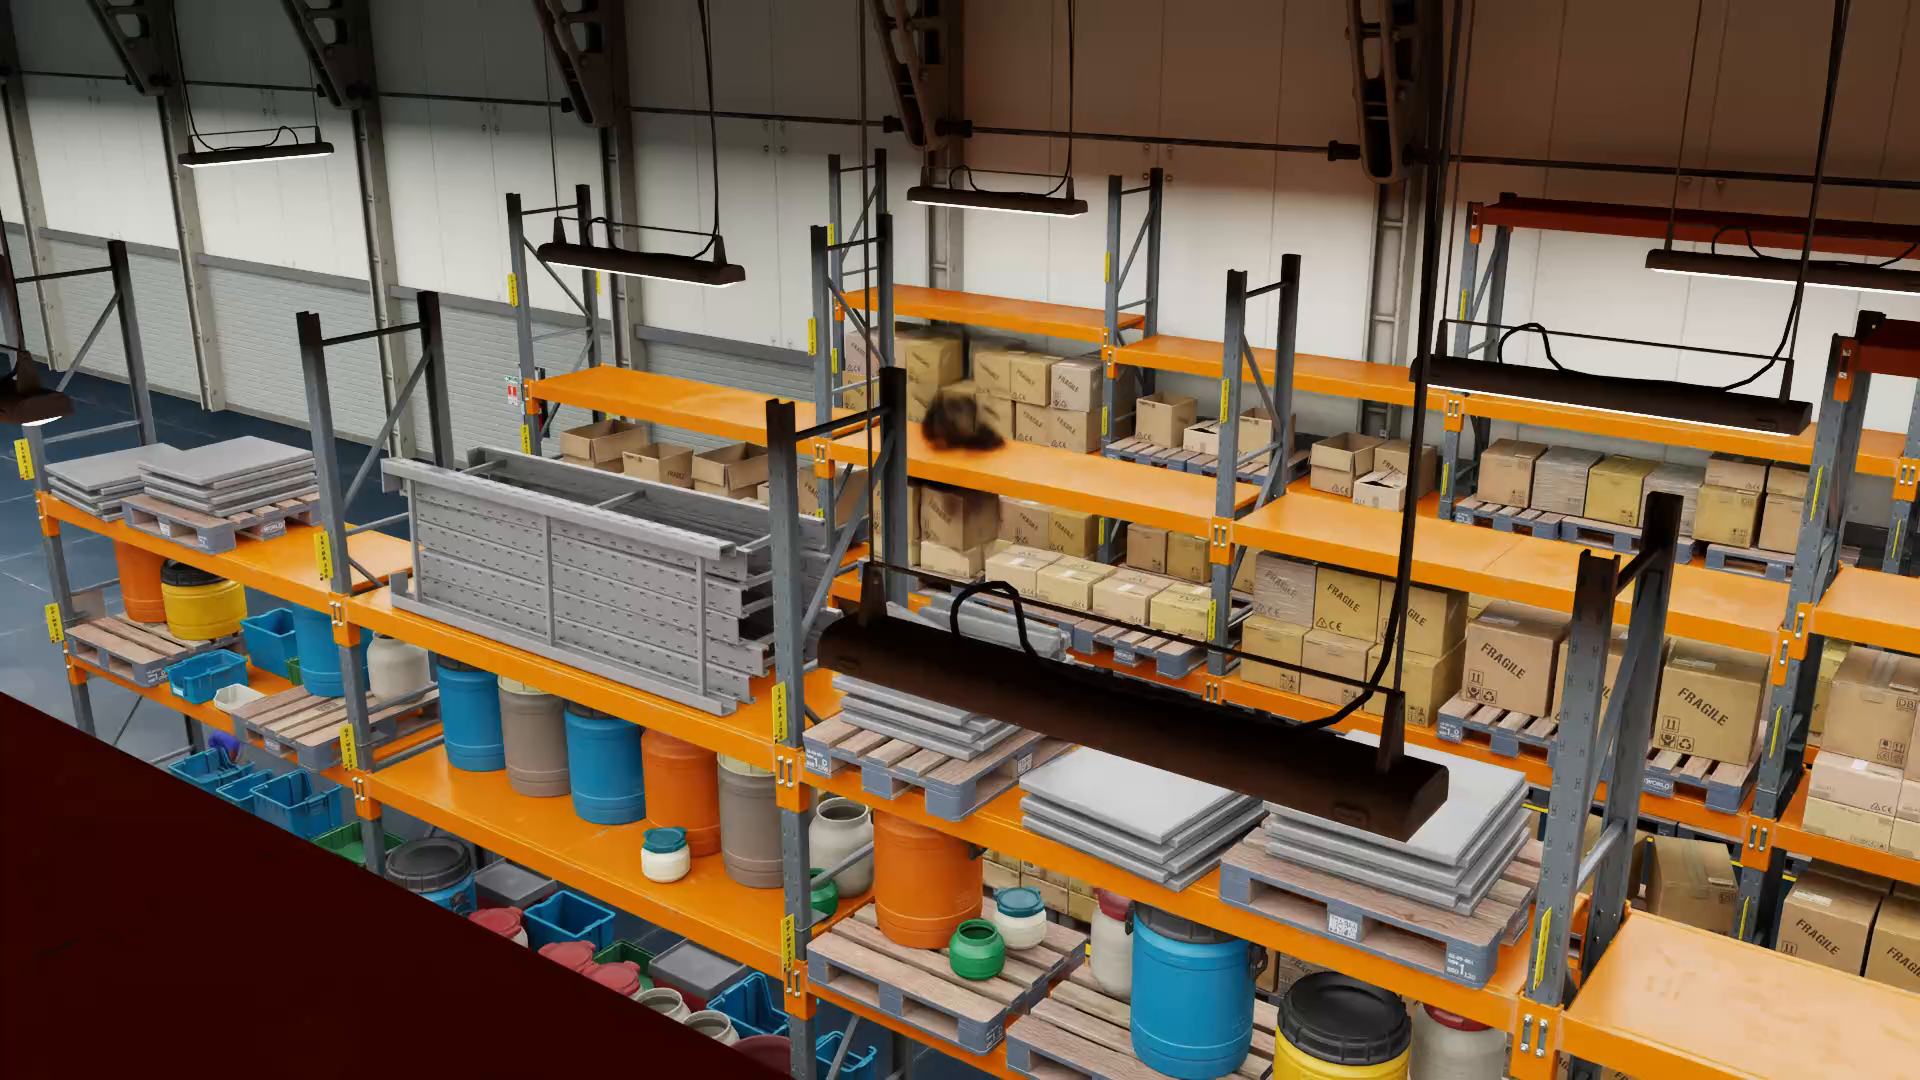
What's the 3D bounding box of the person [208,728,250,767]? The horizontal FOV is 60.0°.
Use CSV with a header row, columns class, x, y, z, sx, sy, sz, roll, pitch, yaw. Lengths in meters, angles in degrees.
class,x,y,z,sx,sy,sz,roll,pitch,yaw
person,-7.023,2.235,15.951,0.533,1.629,0.620,0,18,0
